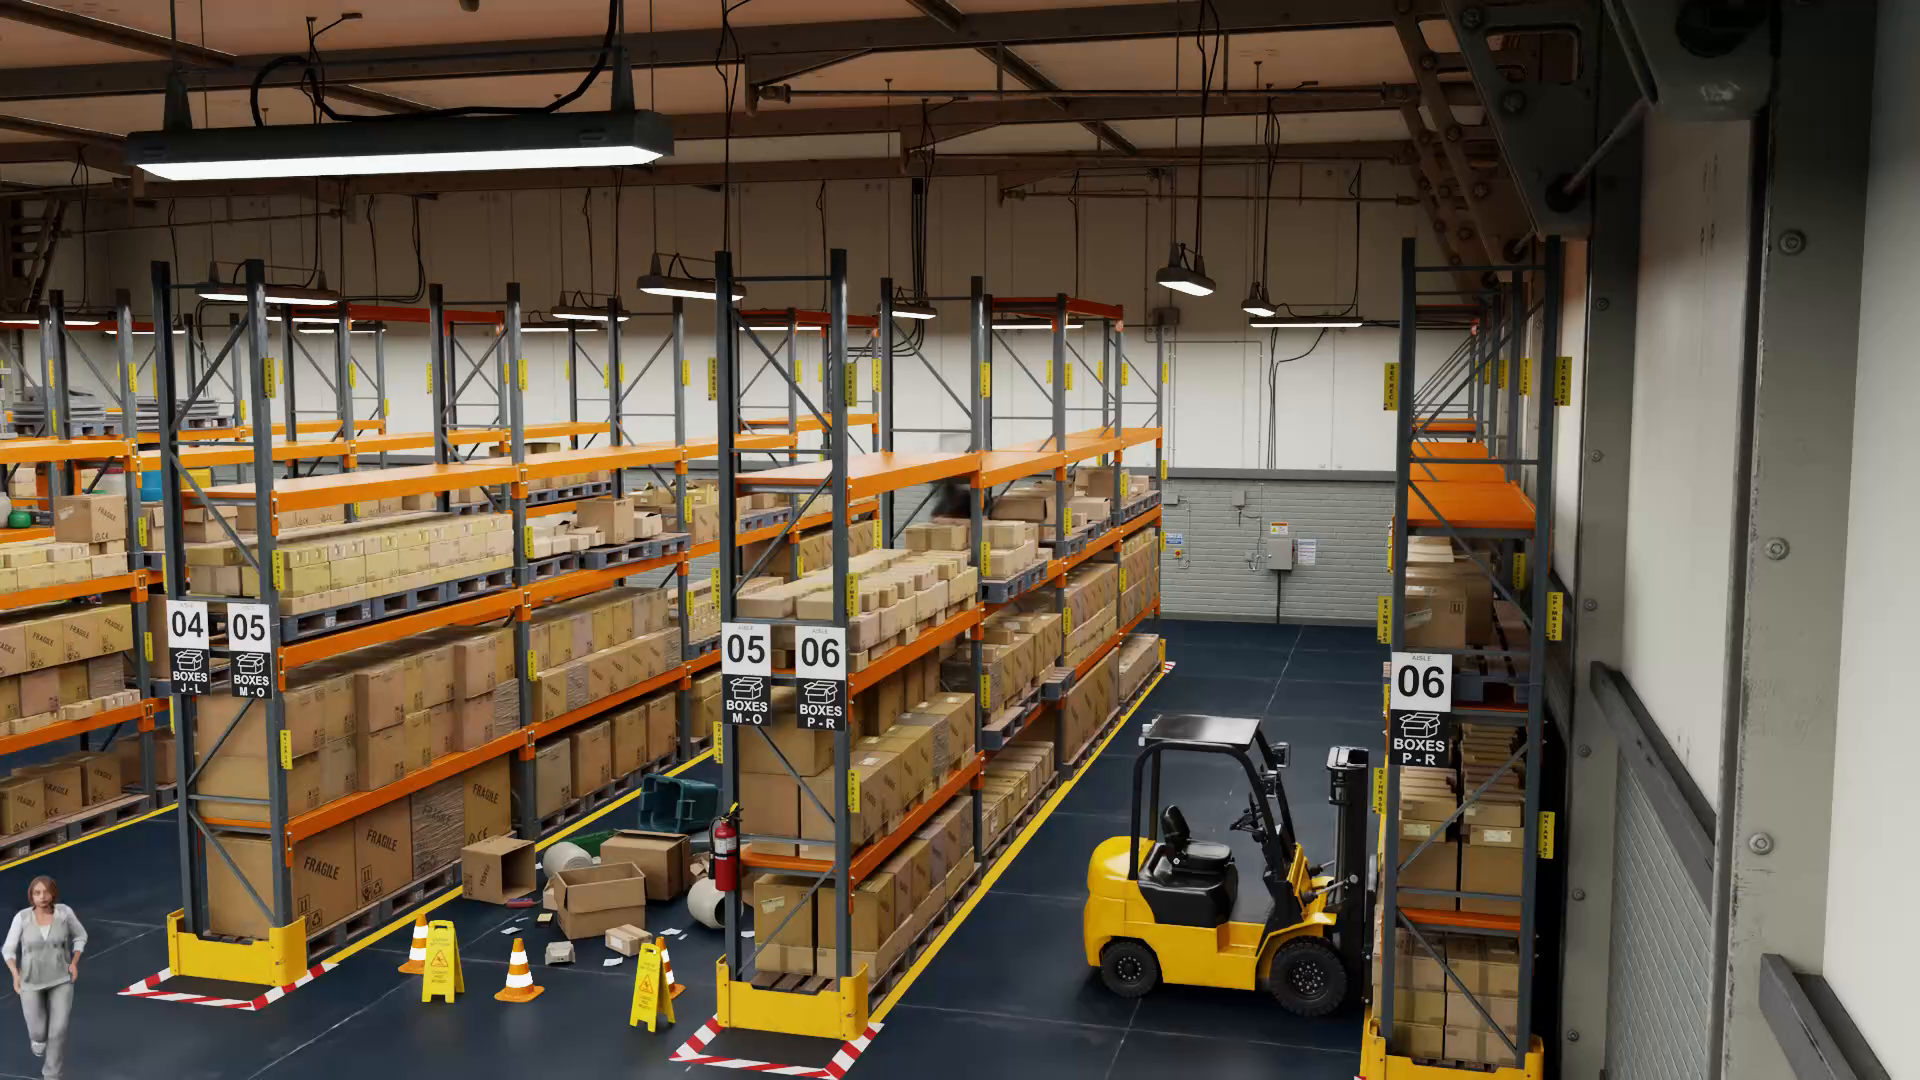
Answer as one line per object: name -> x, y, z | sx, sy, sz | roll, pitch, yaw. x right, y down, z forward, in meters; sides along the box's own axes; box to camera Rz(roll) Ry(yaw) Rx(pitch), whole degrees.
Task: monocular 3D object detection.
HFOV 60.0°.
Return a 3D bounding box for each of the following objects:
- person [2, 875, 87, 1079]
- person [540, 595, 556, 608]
person -> -6.516, 3.149, 11.874 | 0.538, 1.563, 0.671 | -4, 7, -31
person -> -6.282, 1.631, 25.323 | 0.562, 1.721, 0.885 | 1, 6, 9
